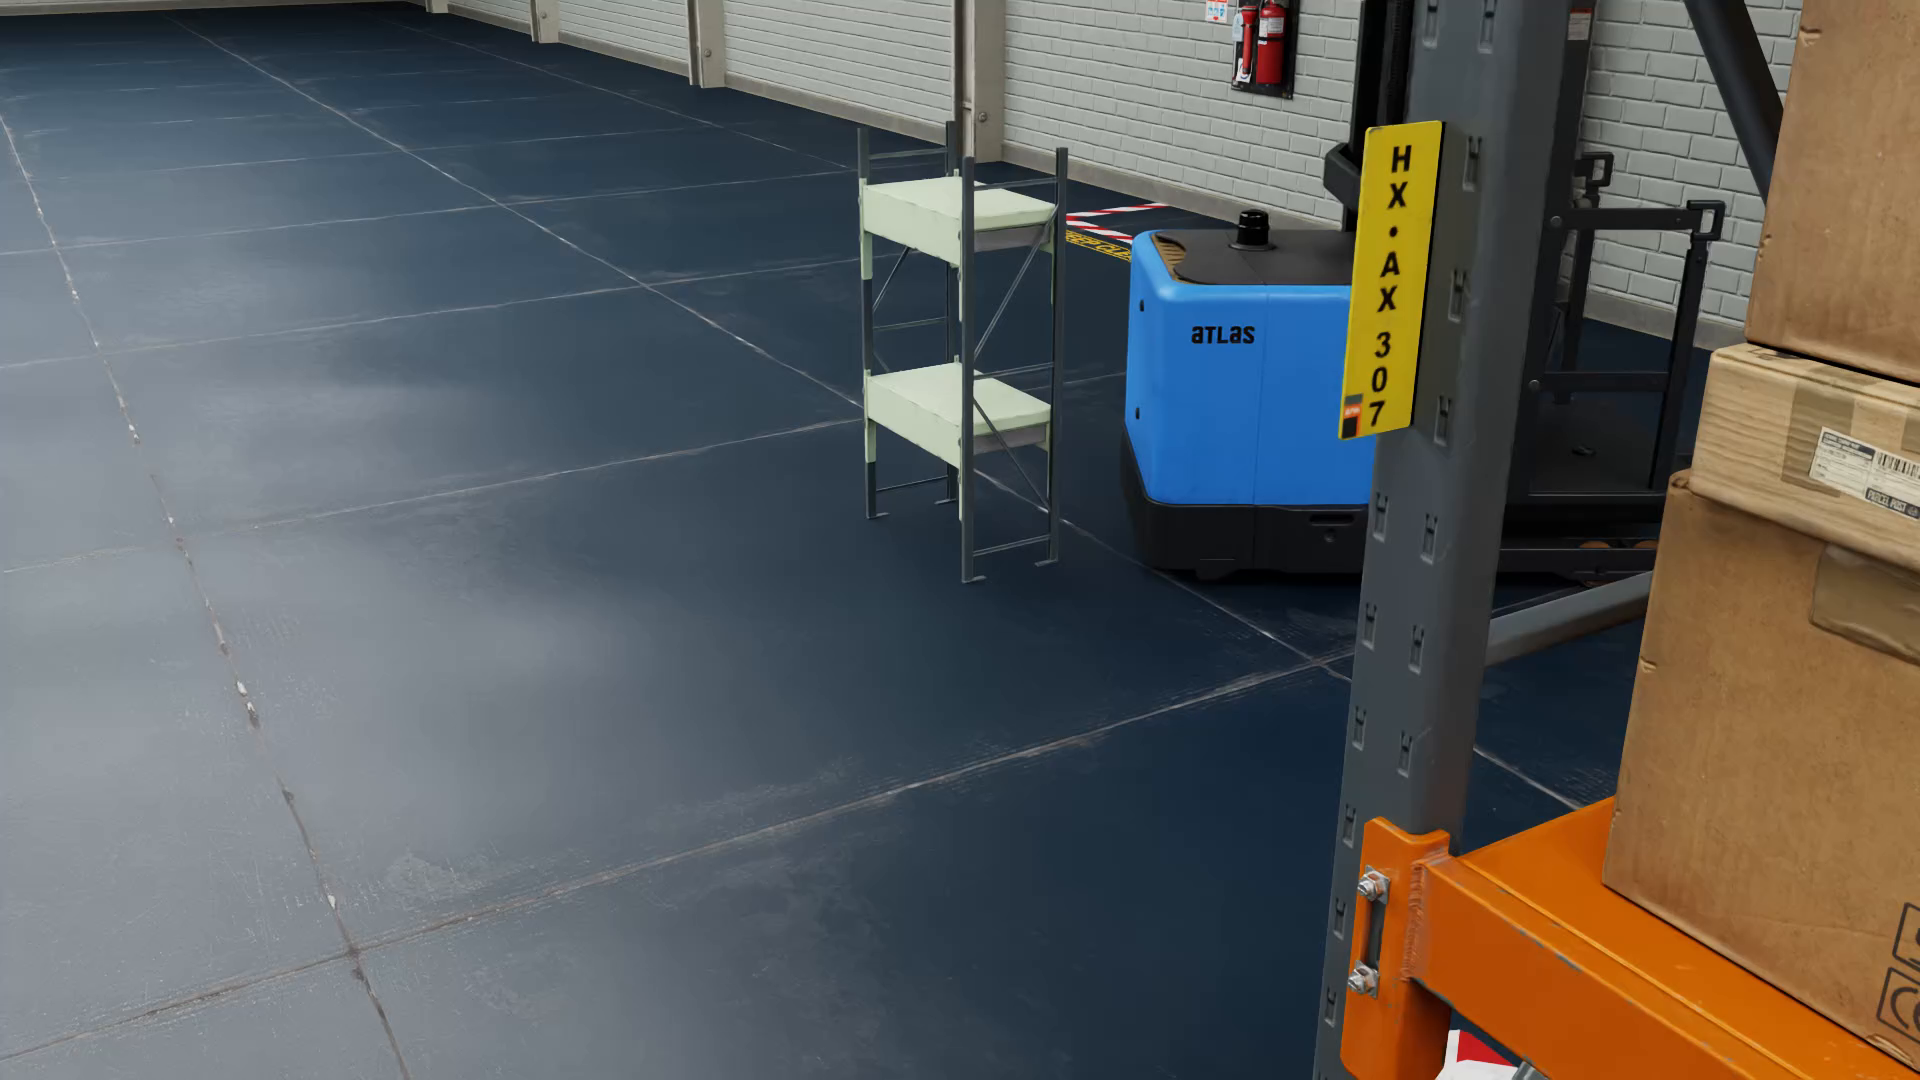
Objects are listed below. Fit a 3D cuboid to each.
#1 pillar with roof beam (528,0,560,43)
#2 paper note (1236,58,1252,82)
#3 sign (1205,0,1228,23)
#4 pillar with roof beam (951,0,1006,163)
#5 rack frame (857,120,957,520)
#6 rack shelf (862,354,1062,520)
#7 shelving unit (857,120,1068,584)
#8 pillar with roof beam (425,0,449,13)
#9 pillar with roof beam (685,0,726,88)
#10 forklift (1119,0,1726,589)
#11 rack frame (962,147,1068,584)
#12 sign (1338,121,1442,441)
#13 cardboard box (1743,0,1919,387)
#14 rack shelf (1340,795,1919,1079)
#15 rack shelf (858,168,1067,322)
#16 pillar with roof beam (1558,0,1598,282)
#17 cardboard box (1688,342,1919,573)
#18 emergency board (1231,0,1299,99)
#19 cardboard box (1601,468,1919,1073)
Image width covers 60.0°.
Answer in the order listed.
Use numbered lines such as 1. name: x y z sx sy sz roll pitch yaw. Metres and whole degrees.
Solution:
1. pillar with roof beam: -9.677 -10.547 20.309 9.100 9.000 0.400 -13 25 -28
2. paper note: 1.958 -3.239 11.466 0.016 0.148 0.142 -13 25 -28
3. sign: 1.795 -3.792 11.609 0.001 0.329 0.234 -13 25 -28
4. pillar with roof beam: -3.547 -6.662 10.752 9.100 9.000 0.400 -13 25 -28
5. rack frame: -0.190 -0.815 6.326 0.400 1.500 0.023 -13 25 -28
6. rack shelf: -0.003 -0.395 6.157 0.431 0.370 0.720 -13 25 -28
7. shelving unit: -0.003 -0.697 6.034 0.431 1.500 0.755 -13 25 -28
8. pillar with roof beam: -12.742 -12.489 25.087 9.100 9.000 0.400 -13 25 -28
9. pillar with roof beam: -6.612 -8.605 15.530 9.100 9.000 0.400 -13 25 -28
10. forklift: 2.163 -1.386 5.829 3.031 2.935 1.130 0 22 0
11. rack frame: 0.184 -0.578 5.743 0.400 1.500 0.023 -13 25 -28
12. sign: 0.445 -0.266 1.727 0.100 0.325 0.005 -13 25 -28
13. cardboard box: 1.180 -0.409 1.480 0.700 0.500 0.500 -13 25 -28
14. rack shelf: 1.947 1.048 0.705 1.077 0.370 4.000 -13 25 -28
15. rack shelf: -0.003 -1.058 5.887 0.431 0.370 0.720 -13 25 -28
16. pillar with roof beam: -0.482 -4.720 5.973 9.100 9.000 0.400 -13 25 -28
17. cardboard box: 0.941 -0.111 1.607 0.380 0.149 0.250 -13 25 -29
18. emergency board: 1.989 -3.576 11.126 0.194 1.169 0.643 -13 25 -28
19. cardboard box: 1.153 0.174 1.766 0.700 0.500 0.500 -13 25 -28
